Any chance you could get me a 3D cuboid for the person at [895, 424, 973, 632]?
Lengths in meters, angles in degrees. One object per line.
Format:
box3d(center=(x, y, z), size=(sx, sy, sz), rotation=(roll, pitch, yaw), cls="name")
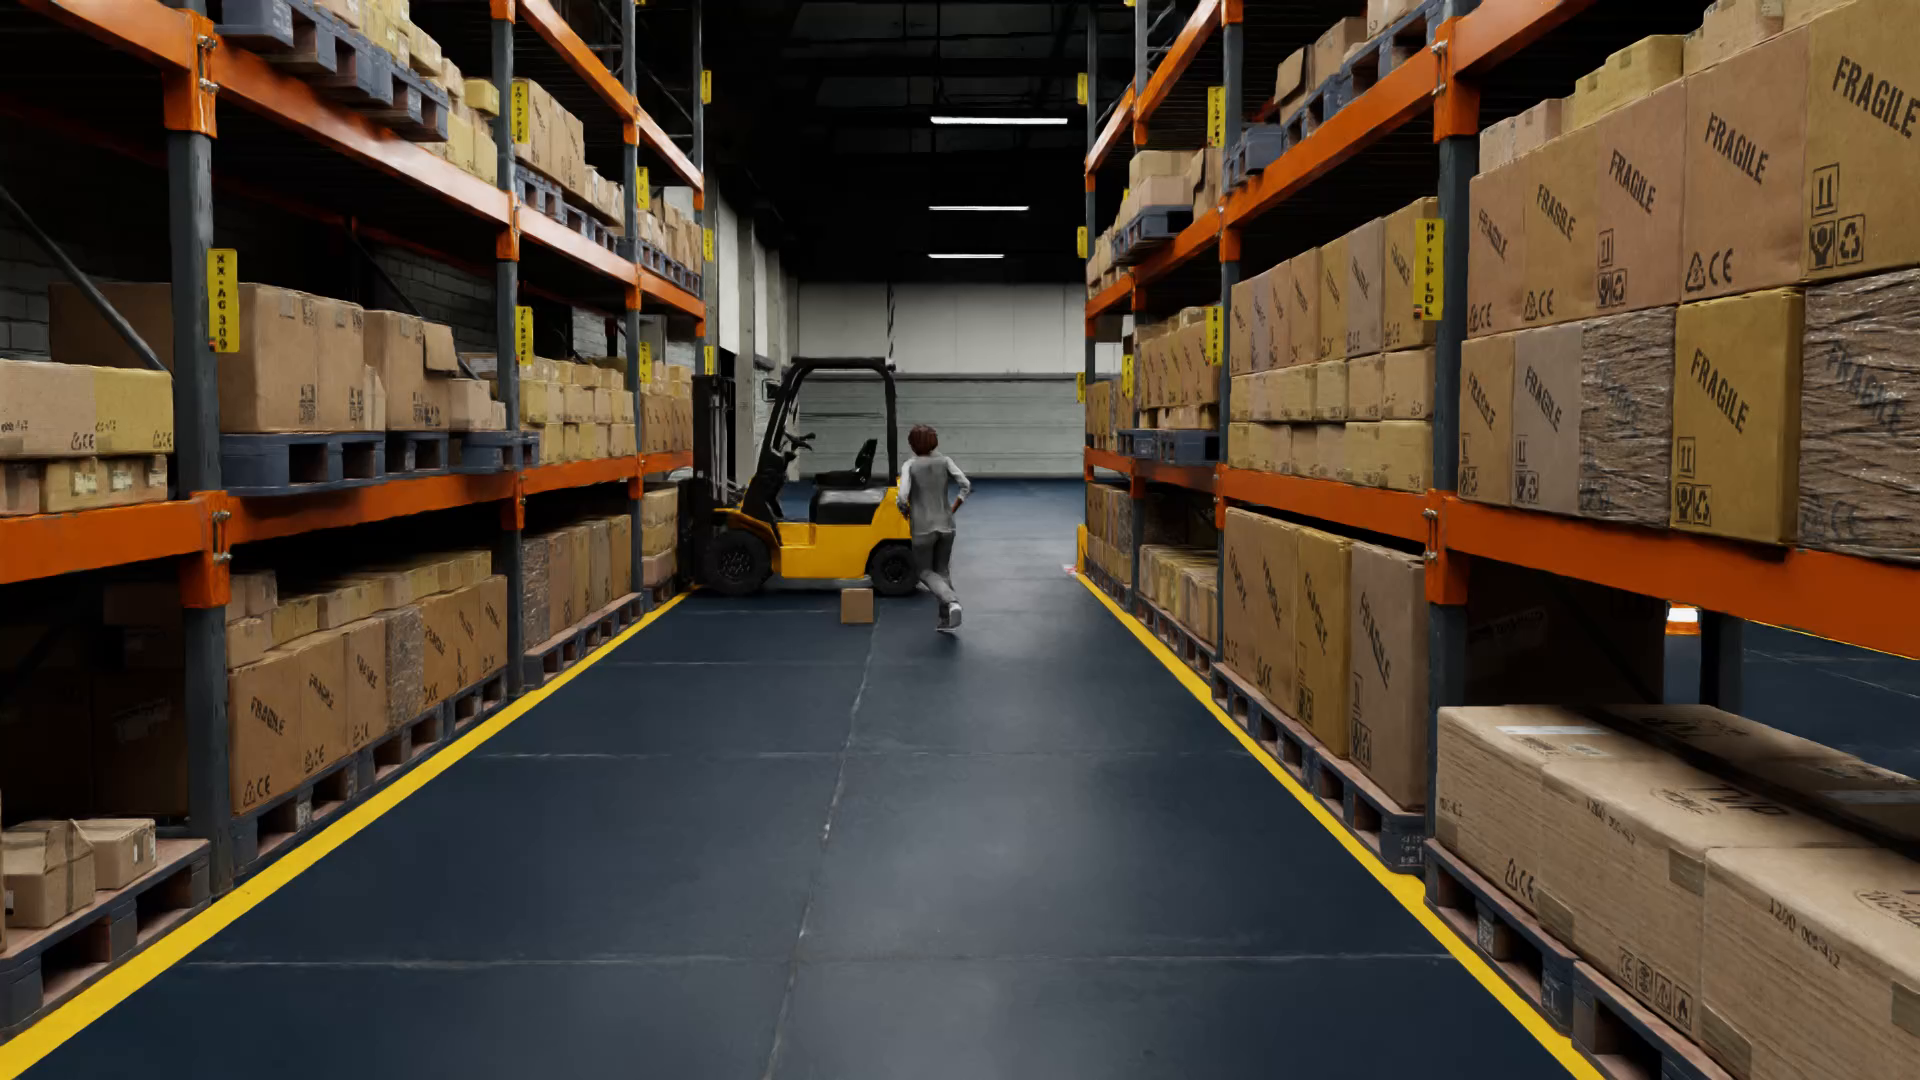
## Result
box3d(center=(-0.220, -0.067, 12.064), size=(0.582, 1.543, 0.604), rotation=(-2, 4, -23), cls="person")
